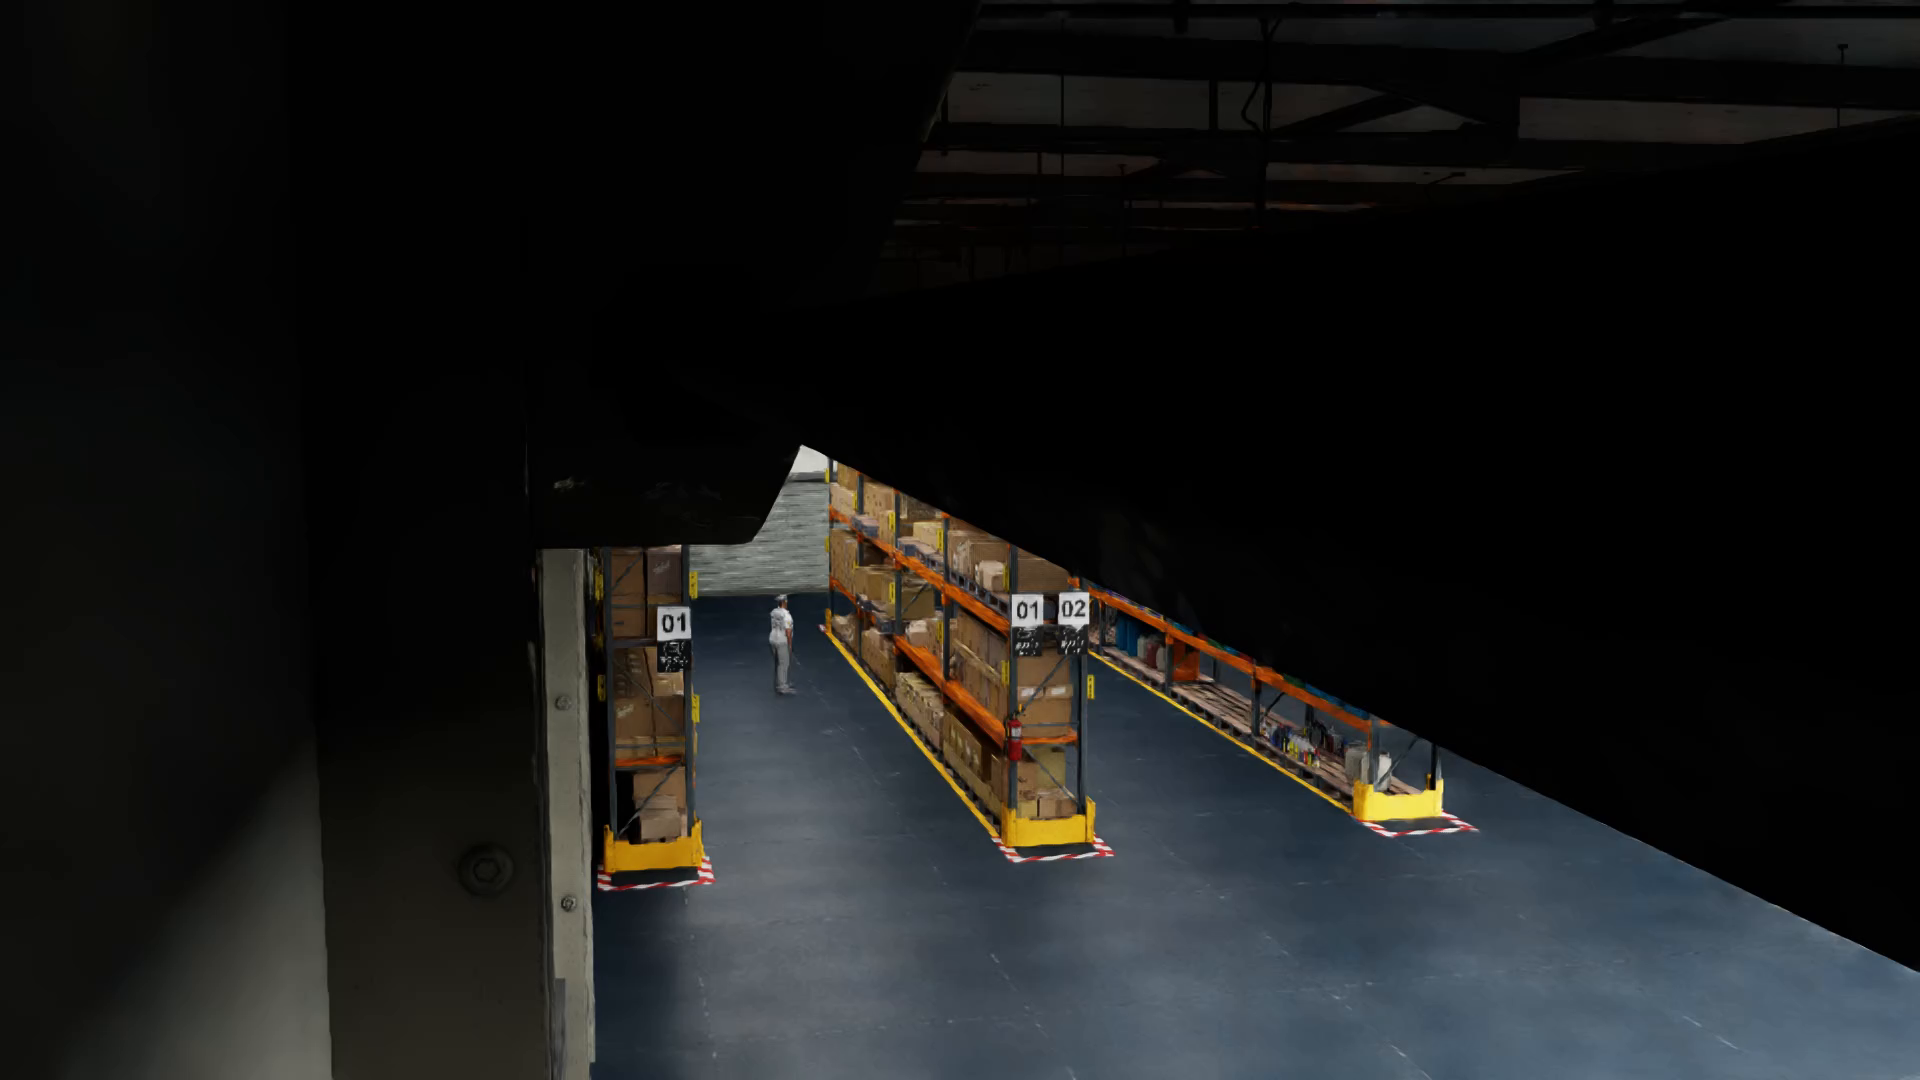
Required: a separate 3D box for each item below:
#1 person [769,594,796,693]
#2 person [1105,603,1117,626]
[{"bbox_3d":[-3.199,1.862,30.212,0.492,1.764,0.627,-6,9,-40],"label":"person"},{"bbox_3d":[3.399,1.059,36.909,0.387,1.764,0.714,1,7,11],"label":"person"}]
